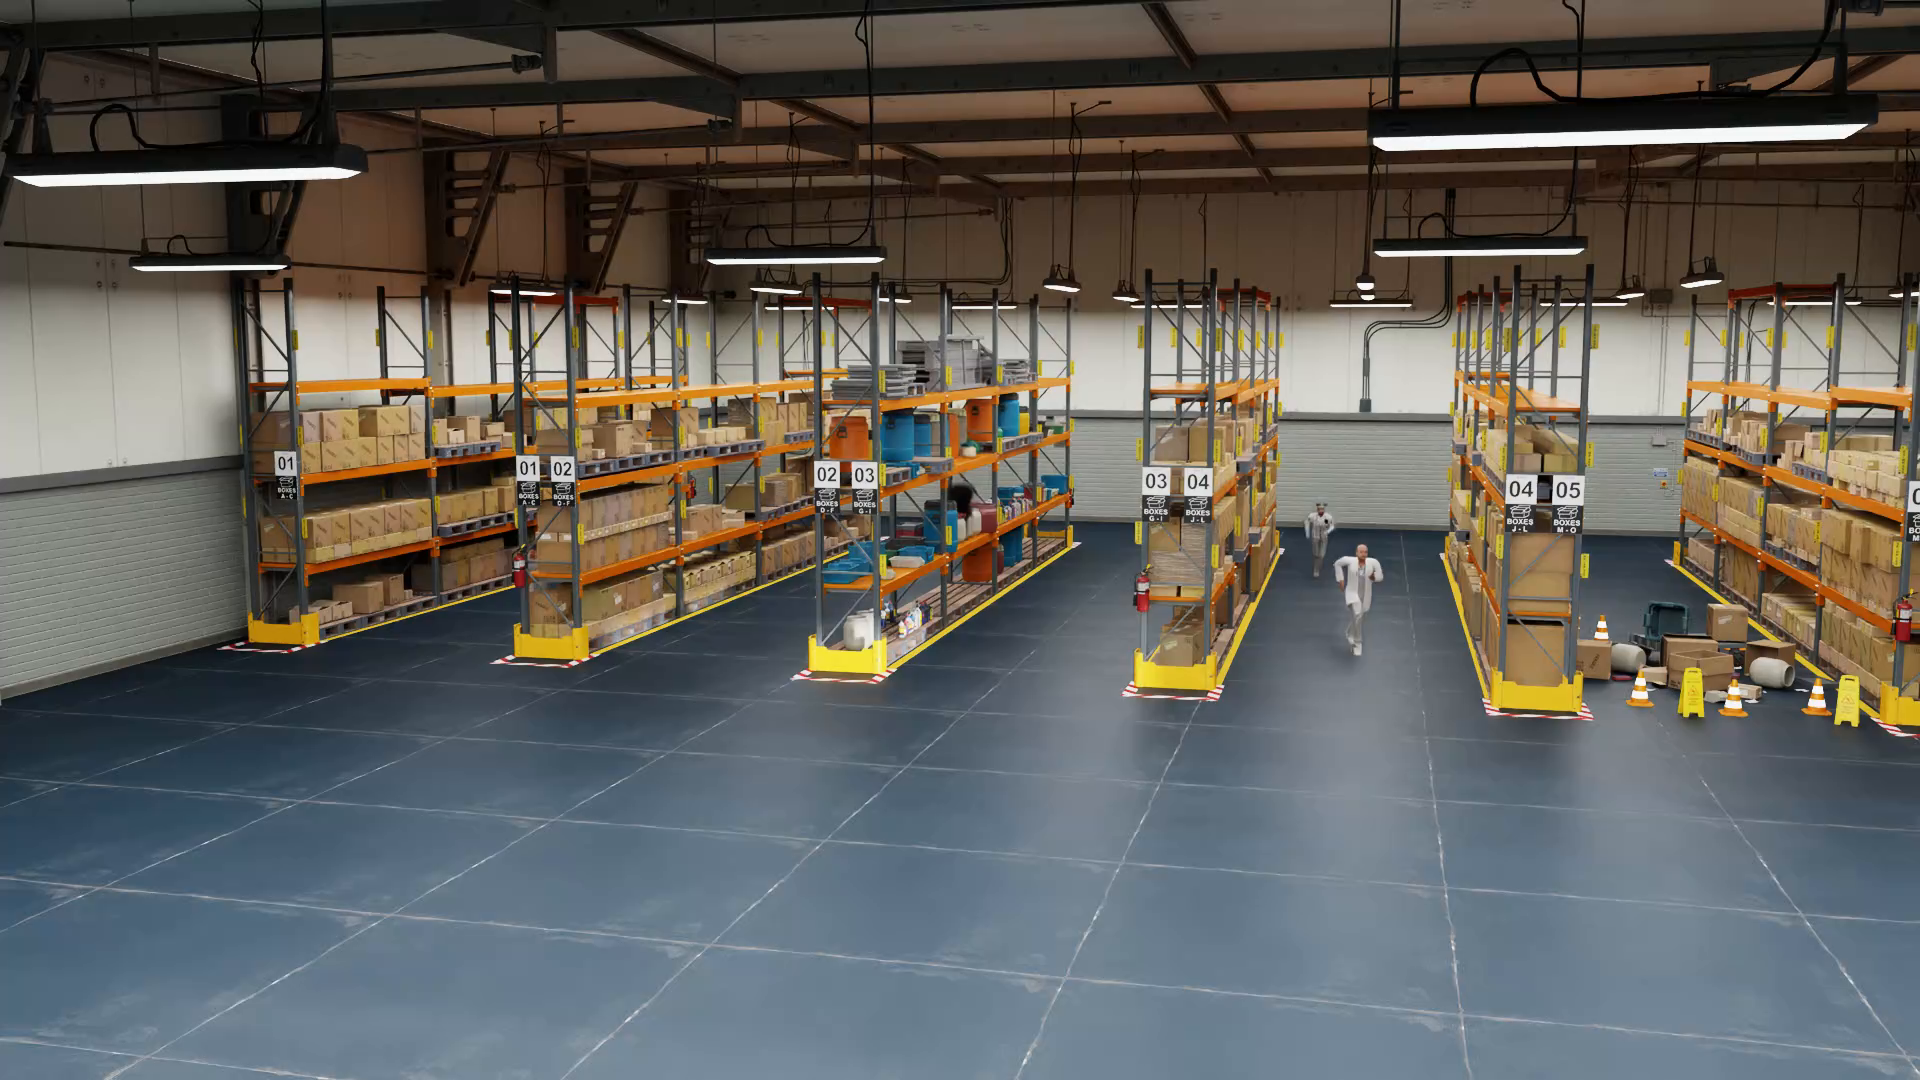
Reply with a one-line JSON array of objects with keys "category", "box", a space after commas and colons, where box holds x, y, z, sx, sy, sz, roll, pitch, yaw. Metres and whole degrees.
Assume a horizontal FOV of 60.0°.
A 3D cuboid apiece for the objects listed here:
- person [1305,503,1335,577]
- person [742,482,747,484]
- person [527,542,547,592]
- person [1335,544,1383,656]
[{"category": "person", "box": [7.645, -0.016, 35.382, 0.607, 1.619, 0.667, 1, 7, 5]}, {"category": "person", "box": [-4.977, -0.537, 39.310, 0.676, 1.704, 0.764, 2, 7, 15]}, {"category": "person", "box": [-7.520, 0.759, 29.261, 0.589, 1.503, 0.815, 0, 7, 1]}, {"category": "person", "box": [6.410, 0.935, 26.828, 0.697, 1.793, 1.035, -1, 7, -5]}]
